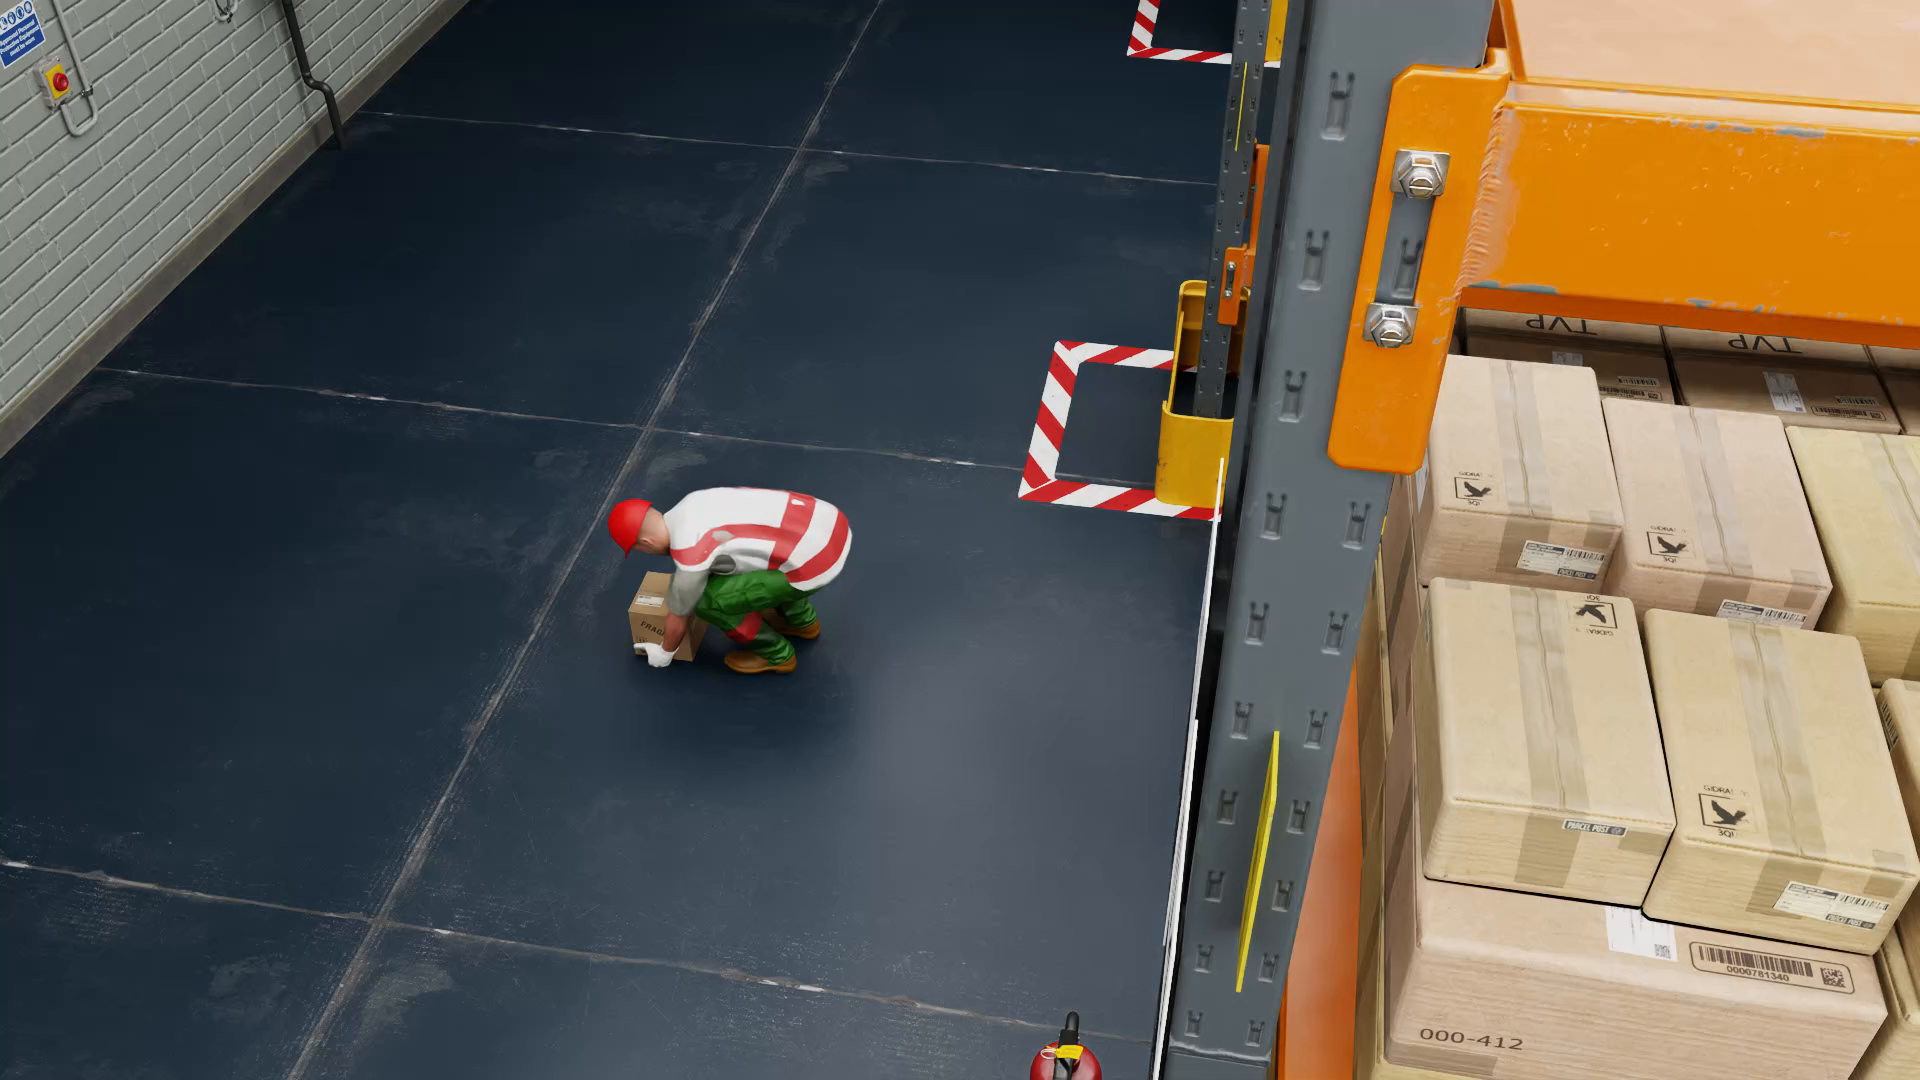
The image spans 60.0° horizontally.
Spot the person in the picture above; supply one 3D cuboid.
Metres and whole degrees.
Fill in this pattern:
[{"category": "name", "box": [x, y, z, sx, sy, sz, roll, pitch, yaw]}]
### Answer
[{"category": "person", "box": [-0.974, -0.029, 6.612, 0.949, 1.218, 0.486, 5, 40, 6]}]
